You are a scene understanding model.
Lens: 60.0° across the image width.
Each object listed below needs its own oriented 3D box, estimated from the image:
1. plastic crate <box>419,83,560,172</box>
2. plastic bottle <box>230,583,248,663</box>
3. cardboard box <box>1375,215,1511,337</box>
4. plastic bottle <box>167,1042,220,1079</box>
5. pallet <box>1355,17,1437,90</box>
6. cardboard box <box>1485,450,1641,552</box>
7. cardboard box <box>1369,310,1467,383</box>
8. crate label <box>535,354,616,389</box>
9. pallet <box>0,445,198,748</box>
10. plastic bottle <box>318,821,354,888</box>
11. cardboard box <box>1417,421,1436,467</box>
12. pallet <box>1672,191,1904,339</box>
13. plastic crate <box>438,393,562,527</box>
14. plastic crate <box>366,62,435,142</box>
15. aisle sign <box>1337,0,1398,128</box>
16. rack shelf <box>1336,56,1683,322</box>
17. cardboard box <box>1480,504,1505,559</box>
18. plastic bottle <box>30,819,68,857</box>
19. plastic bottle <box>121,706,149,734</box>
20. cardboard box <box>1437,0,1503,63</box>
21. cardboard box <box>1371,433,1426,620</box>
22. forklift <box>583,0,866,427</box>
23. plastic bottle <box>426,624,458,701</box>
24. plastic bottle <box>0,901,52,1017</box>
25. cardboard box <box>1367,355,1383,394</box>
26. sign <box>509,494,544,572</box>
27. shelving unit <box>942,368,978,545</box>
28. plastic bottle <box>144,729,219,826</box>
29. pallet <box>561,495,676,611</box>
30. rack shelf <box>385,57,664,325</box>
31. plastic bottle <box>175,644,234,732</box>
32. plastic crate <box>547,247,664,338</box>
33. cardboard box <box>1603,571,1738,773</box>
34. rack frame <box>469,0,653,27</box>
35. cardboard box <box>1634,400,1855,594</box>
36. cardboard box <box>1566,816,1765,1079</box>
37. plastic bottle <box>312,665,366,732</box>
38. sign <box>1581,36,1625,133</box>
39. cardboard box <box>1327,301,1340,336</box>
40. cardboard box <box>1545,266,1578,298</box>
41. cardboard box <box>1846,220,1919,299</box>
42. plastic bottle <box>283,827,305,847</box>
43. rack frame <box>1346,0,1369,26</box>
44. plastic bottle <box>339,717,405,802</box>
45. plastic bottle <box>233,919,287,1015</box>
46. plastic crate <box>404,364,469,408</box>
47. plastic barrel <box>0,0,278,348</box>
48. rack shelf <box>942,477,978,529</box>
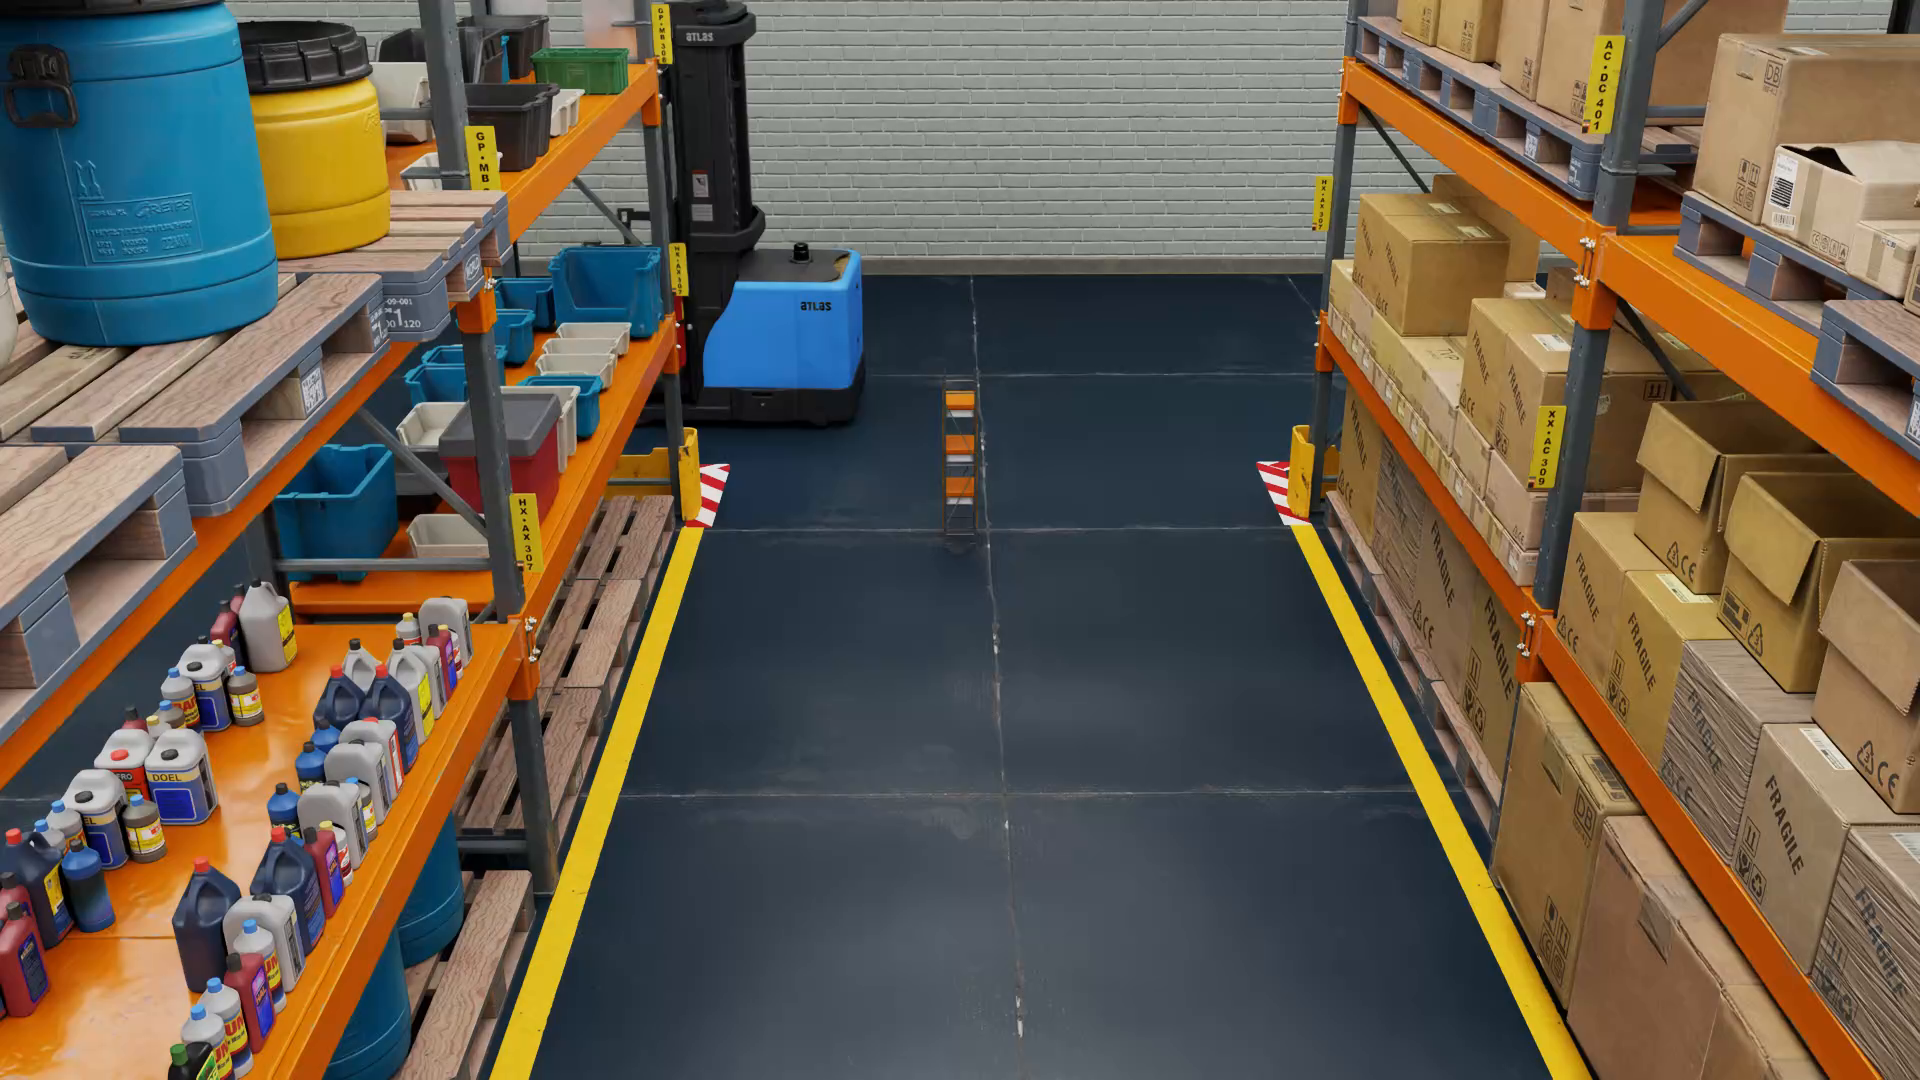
[{"bbox_3d":[-1.938,-1.718,6.927,0.497,0.269,0.590,0,24,-1],"label":"plastic crate"},{"bbox_3d":[-2.622,0.308,6.070,0.061,0.283,0.133,0,24,-1],"label":"plastic bottle"},{"bbox_3d":[2.462,-1.359,8.525,0.500,0.500,0.500,-1,24,-2],"label":"cardboard box"},{"bbox_3d":[-1.800,1.283,3.915,0.061,0.283,0.133,0,24,-1],"label":"plastic bottle"},{"bbox_3d":[2.729,-2.589,8.802,1.003,0.211,1.213,0,24,-1],"label":"pallet"},{"bbox_3d":[2.486,-0.168,6.802,0.500,0.250,0.500,-1,24,-2],"label":"cardboard box"},{"bbox_3d":[2.459,-1.015,8.676,0.500,0.250,0.500,-1,24,-2],"label":"cardboard box"},{"bbox_3d":[-2.037,-0.884,8.811,0.396,0.136,0.243,0,24,-1],"label":"crate label"},{"bbox_3d":[-2.066,0.154,2.858,1.003,0.211,1.213,0,24,-1],"label":"pallet"},{"bbox_3d":[-1.829,0.911,4.837,0.097,0.201,0.097,0,24,0],"label":"plastic bottle"},{"bbox_3d":[2.408,-0.459,7.930,0.380,0.149,0.250,-1,24,-1],"label":"cardboard box"},{"bbox_3d":[2.813,-0.822,5.020,0.805,0.209,1.217,-1,24,-3],"label":"pallet"},{"bbox_3d":[-1.958,-0.323,7.174,0.402,0.464,0.583,0,24,-1],"label":"plastic crate"},{"bbox_3d":[-2.527,-1.944,7.412,0.437,0.282,0.530,0,24,-1],"label":"plastic crate"},{"bbox_3d":[2.409,-2.781,9.604,0.394,0.787,0.004,0,24,-1],"label":"aisle sign"},{"bbox_3d":[2.732,-1.783,7.785,1.077,0.370,4.000,0,24,-1],"label":"rack shelf"},{"bbox_3d":[2.420,-0.036,6.995,0.380,0.149,0.250,0,24,0],"label":"cardboard box"},{"bbox_3d":[-2.587,0.918,4.735,0.097,0.271,0.097,0,24,0],"label":"plastic bottle"},{"bbox_3d":[-2.612,0.674,5.260,0.061,0.283,0.133,0,24,-1],"label":"plastic bottle"},{"bbox_3d":[2.709,-2.558,7.874,0.700,0.500,0.500,-2,24,-4],"label":"cardboard box"},{"bbox_3d":[2.807,-0.153,9.017,0.875,0.875,0.875,0,24,-1],"label":"cardboard box"},{"bbox_3d":[-2.262,-2.371,11.936,3.031,2.935,1.130,1,24,3],"label":"forklift"},{"bbox_3d":[-1.823,0.411,5.842,0.061,0.283,0.133,0,24,-1],"label":"plastic bottle"},{"bbox_3d":[-2.457,1.091,4.339,0.061,0.283,0.133,0,24,-1],"label":"plastic bottle"},{"bbox_3d":[2.397,-0.883,8.866,0.380,0.149,0.250,-1,24,-2],"label":"cardboard box"},{"bbox_3d":[-1.649,-0.026,6.331,0.100,0.325,0.005,0,24,-1],"label":"sign"},{"bbox_3d":[-0.001,-0.500,10.082,0.215,1.050,0.252,0,24,-1],"label":"shelving unit"},{"bbox_3d":[-2.413,0.732,5.142,0.152,0.276,0.135,0,24,-1],"label":"plastic bottle"},{"bbox_3d":[-2.272,0.065,9.851,1.003,0.211,1.213,0,24,-1],"label":"pallet"},{"bbox_3d":[-2.221,-1.761,7.736,1.077,0.370,4.000,0,24,-1],"label":"rack shelf"},{"bbox_3d":[-2.571,0.502,5.651,0.152,0.276,0.135,0,24,-1],"label":"plastic bottle"},{"bbox_3d":[-2.052,-1.452,9.705,0.616,0.435,0.499,0,24,-1],"label":"plastic crate"},{"bbox_3d":[2.515,0.432,5.533,0.500,0.500,0.500,0,24,0],"label":"cardboard box"},{"bbox_3d":[-2.243,-4.279,8.792,1.000,3.000,0.127,0,24,-1],"label":"rack frame"},{"bbox_3d":[2.769,-0.159,5.624,0.797,0.503,0.637,-1,24,-2],"label":"cardboard box"},{"bbox_3d":[2.791,1.489,5.387,1.225,0.875,0.875,-1,24,-2],"label":"cardboard box"},{"bbox_3d":[-2.004,0.579,5.390,0.144,0.351,0.185,0,24,-1],"label":"plastic bottle"},{"bbox_3d":[2.199,-1.555,5.685,0.100,0.325,0.005,0,24,-1],"label":"sign"},{"bbox_3d":[2.384,-1.306,9.803,0.380,0.149,0.250,0,24,0],"label":"cardboard box"},{"bbox_3d":[2.996,-0.945,7.610,0.500,0.500,0.500,-1,24,-2],"label":"cardboard box"},{"bbox_3d":[2.620,-0.749,4.422,0.380,0.149,0.250,-1,24,-3],"label":"cardboard box"},{"bbox_3d":[-1.889,0.934,4.701,0.097,0.271,0.097,0,24,0],"label":"plastic bottle"},{"bbox_3d":[2.710,-4.302,8.841,1.000,3.000,0.127,0,24,-1],"label":"rack frame"},{"bbox_3d":[-1.862,0.678,5.261,0.152,0.276,0.135,0,24,-1],"label":"plastic bottle"},{"bbox_3d":[-1.823,1.106,4.322,0.097,0.271,0.097,0,24,0],"label":"plastic bottle"},{"bbox_3d":[-2.552,-0.728,8.349,0.416,0.233,0.300,0,24,-1],"label":"plastic crate"},{"bbox_3d":[-2.027,-0.982,4.022,0.600,0.901,0.708,0,24,-1],"label":"plastic barrel"},{"bbox_3d":[-0.001,-0.238,10.201,0.215,0.259,0.240,0,24,-1],"label":"rack shelf"}]
